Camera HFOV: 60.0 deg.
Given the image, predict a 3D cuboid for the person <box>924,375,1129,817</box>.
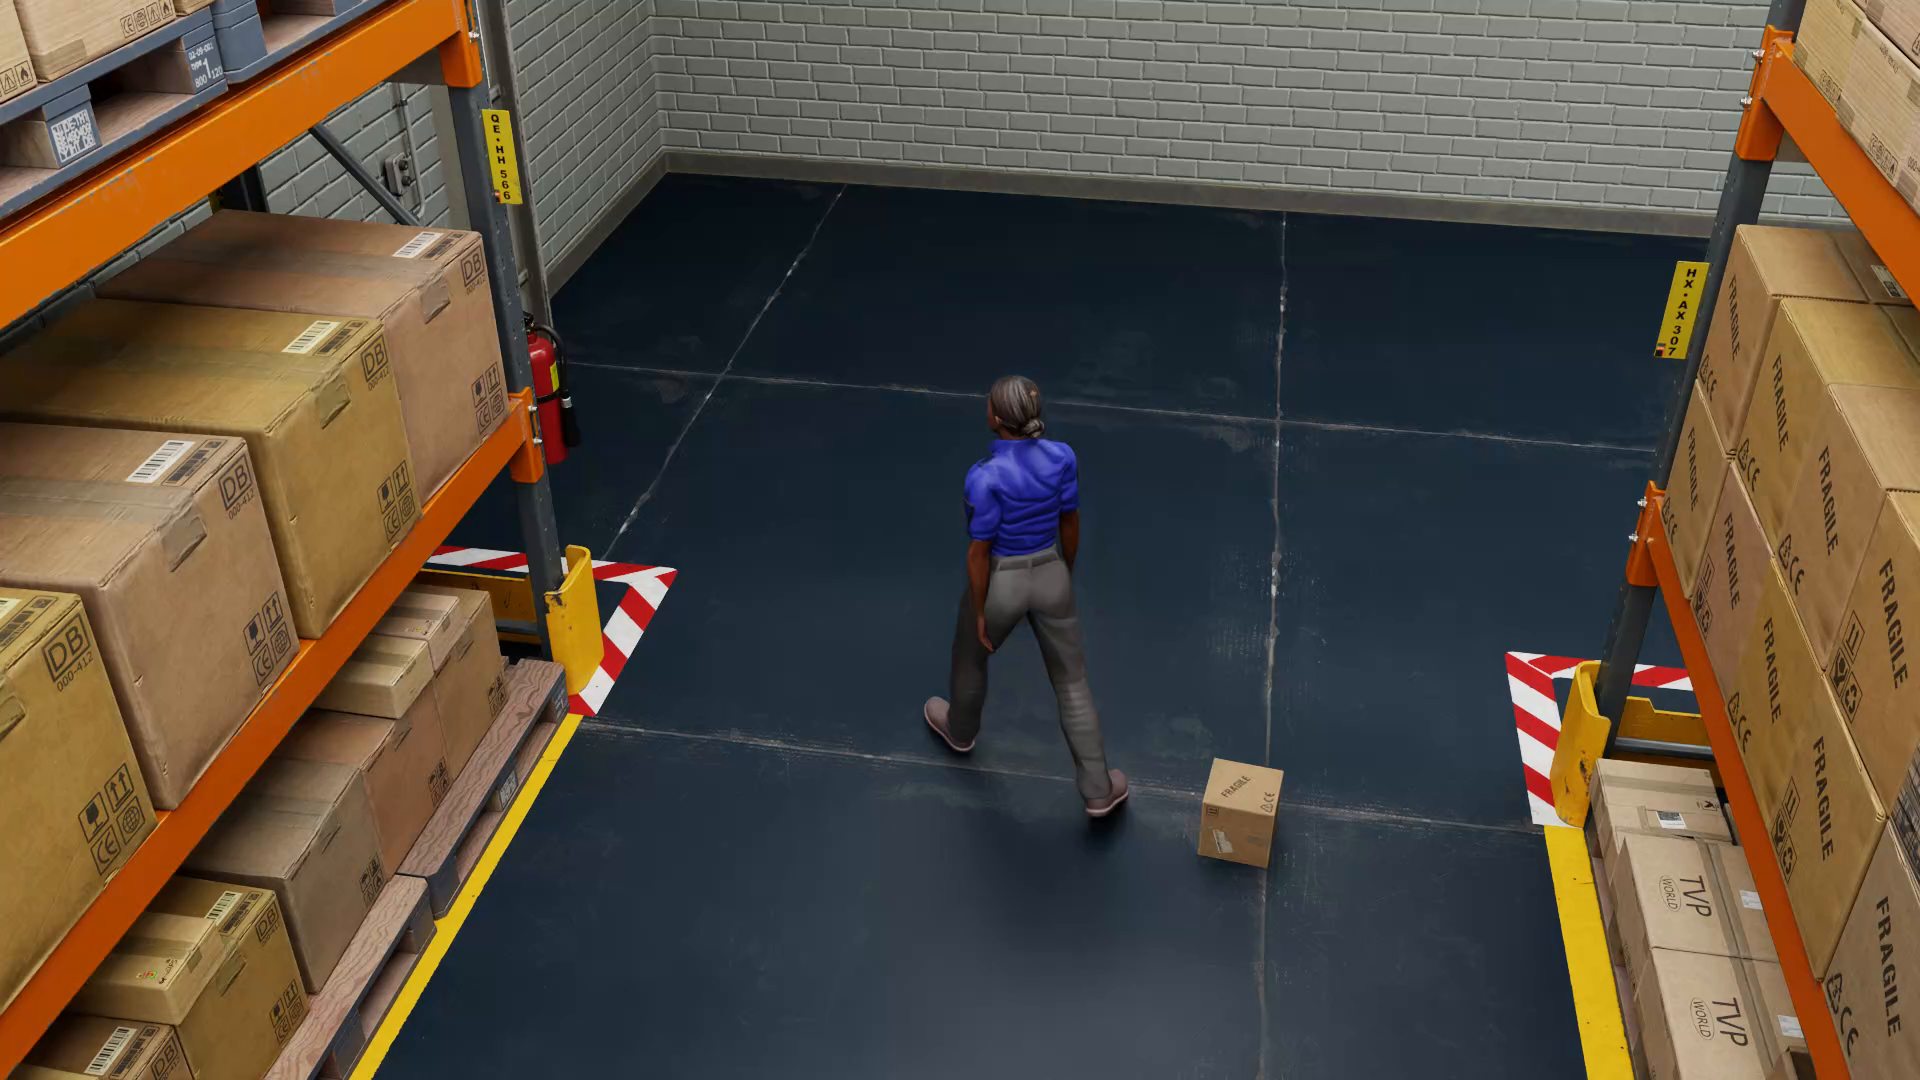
[{"bbox_3d":[0.259,0.181,5.859,0.544,1.624,0.918,-12,35,-18],"label":"person"}]
